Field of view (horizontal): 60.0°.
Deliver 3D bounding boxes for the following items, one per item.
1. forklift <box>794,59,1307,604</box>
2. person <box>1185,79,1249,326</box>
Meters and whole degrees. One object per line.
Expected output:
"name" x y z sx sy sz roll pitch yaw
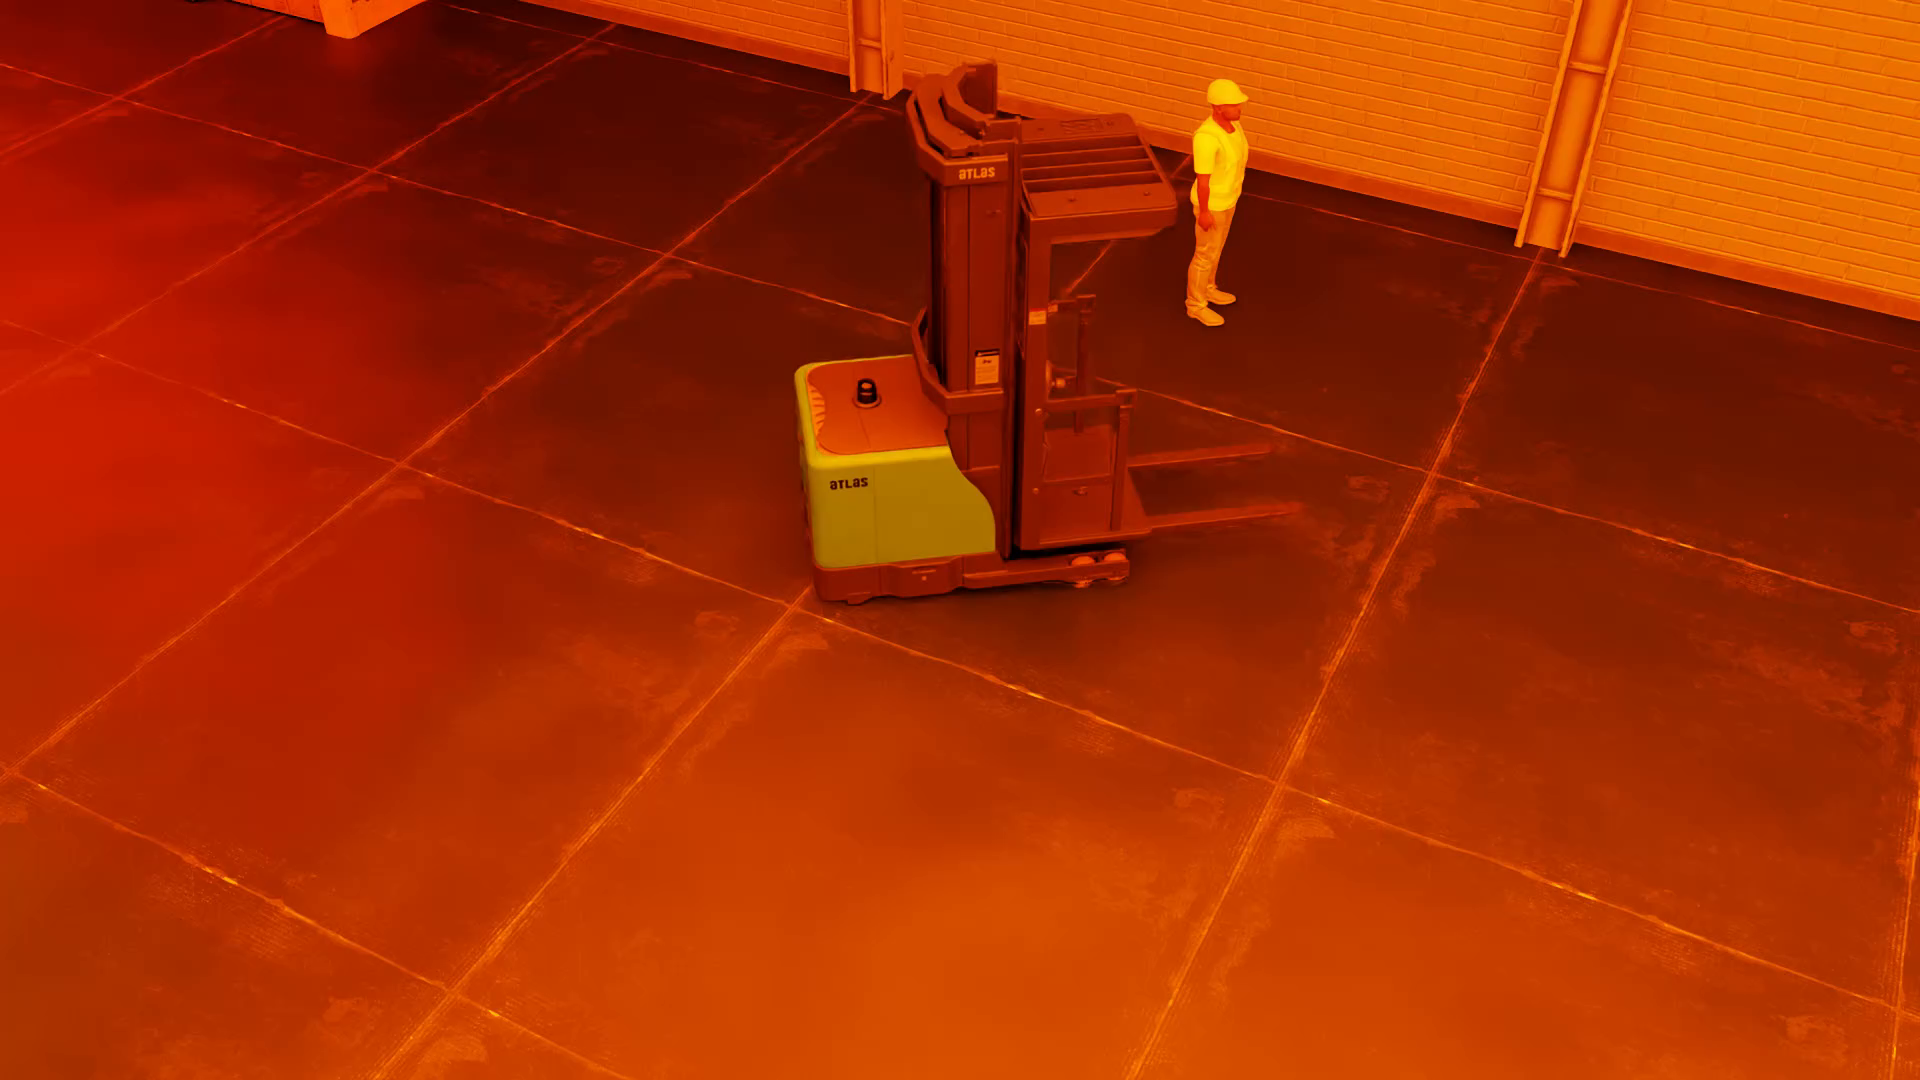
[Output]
"forklift" 0.569 -1.191 9.400 3.031 2.935 1.130 -6 40 -7
"person" 1.828 -2.404 11.746 0.392 1.770 0.556 16 43 19
